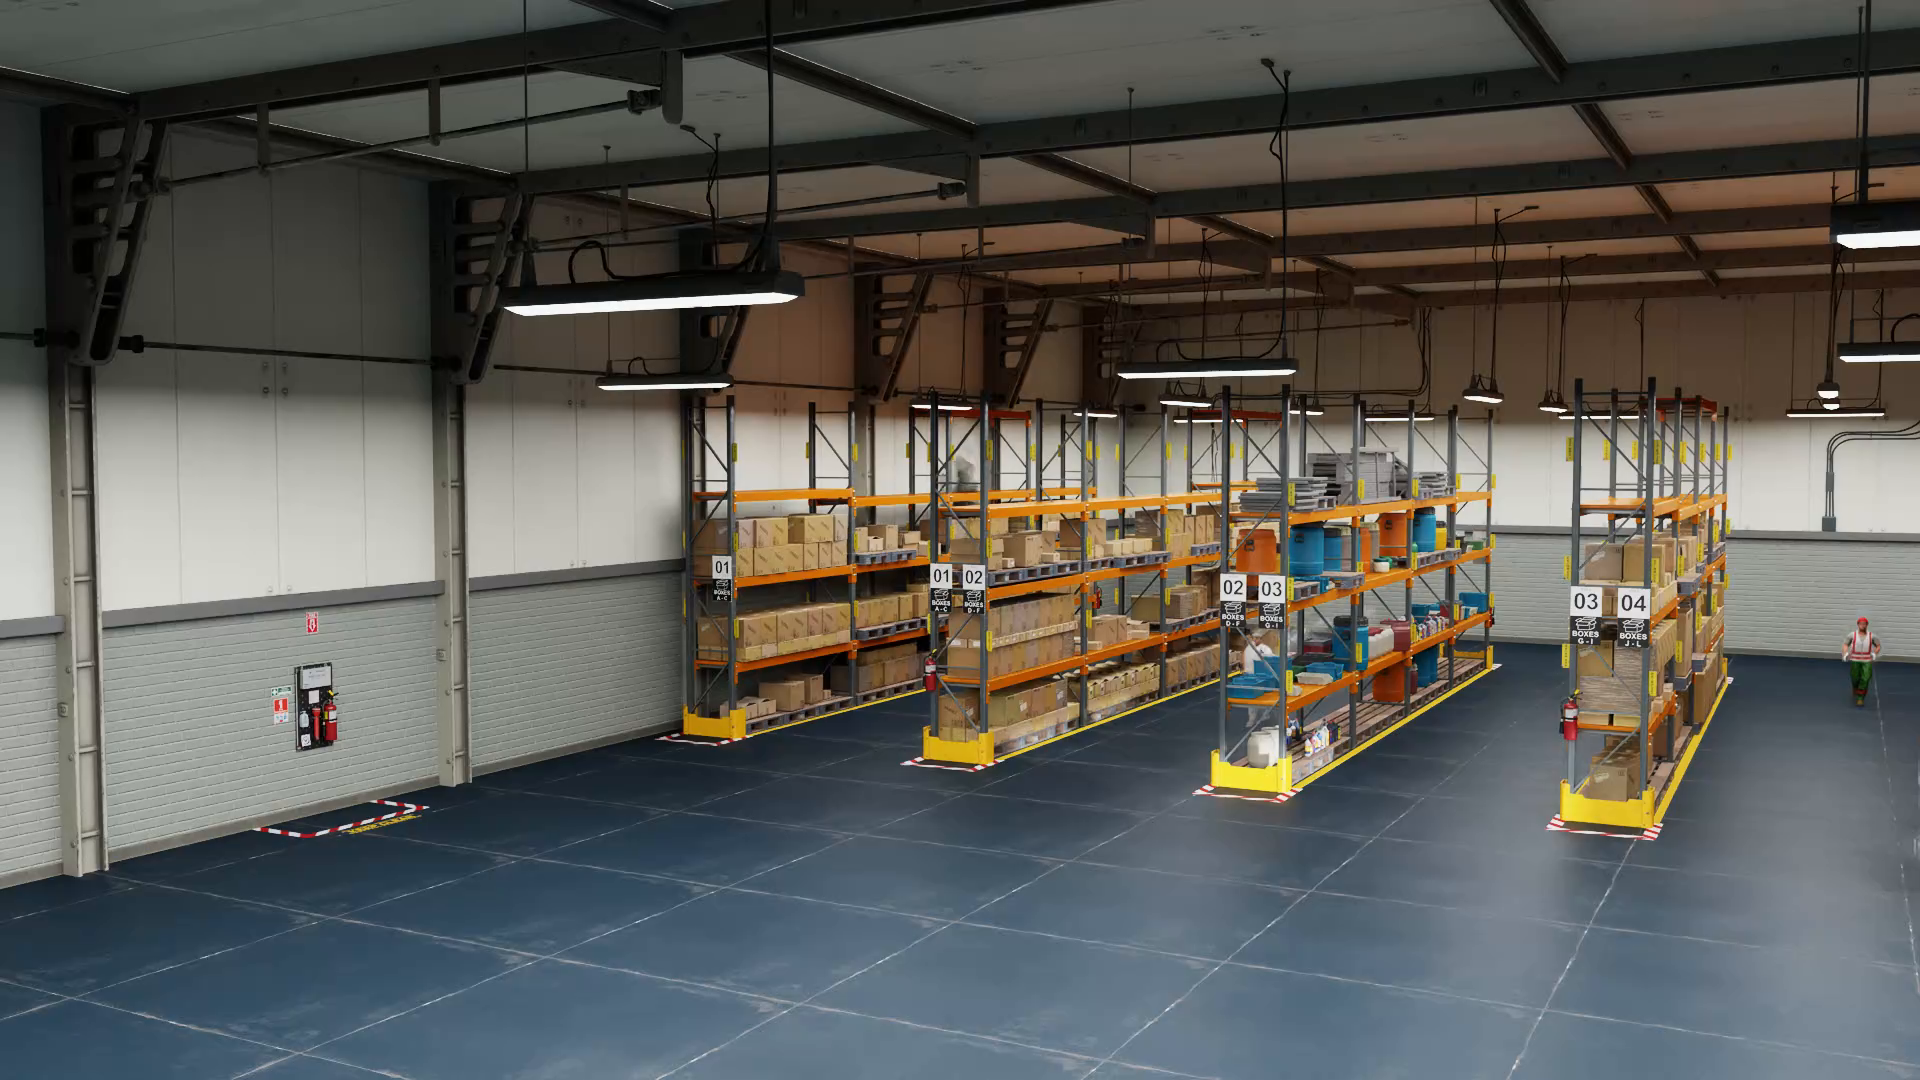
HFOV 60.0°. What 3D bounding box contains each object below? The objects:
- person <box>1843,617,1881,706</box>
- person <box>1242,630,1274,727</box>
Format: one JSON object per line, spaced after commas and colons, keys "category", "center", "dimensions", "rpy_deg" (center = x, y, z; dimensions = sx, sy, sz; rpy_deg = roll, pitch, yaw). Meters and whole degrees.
{"category": "person", "center": [17.889, 2.400, 32.982], "dimensions": [0.666, 1.741, 0.629], "rpy_deg": [2, 3, 27]}
{"category": "person", "center": [5.464, 2.519, 30.547], "dimensions": [0.676, 1.765, 0.810], "rpy_deg": [2, 3, 30]}
